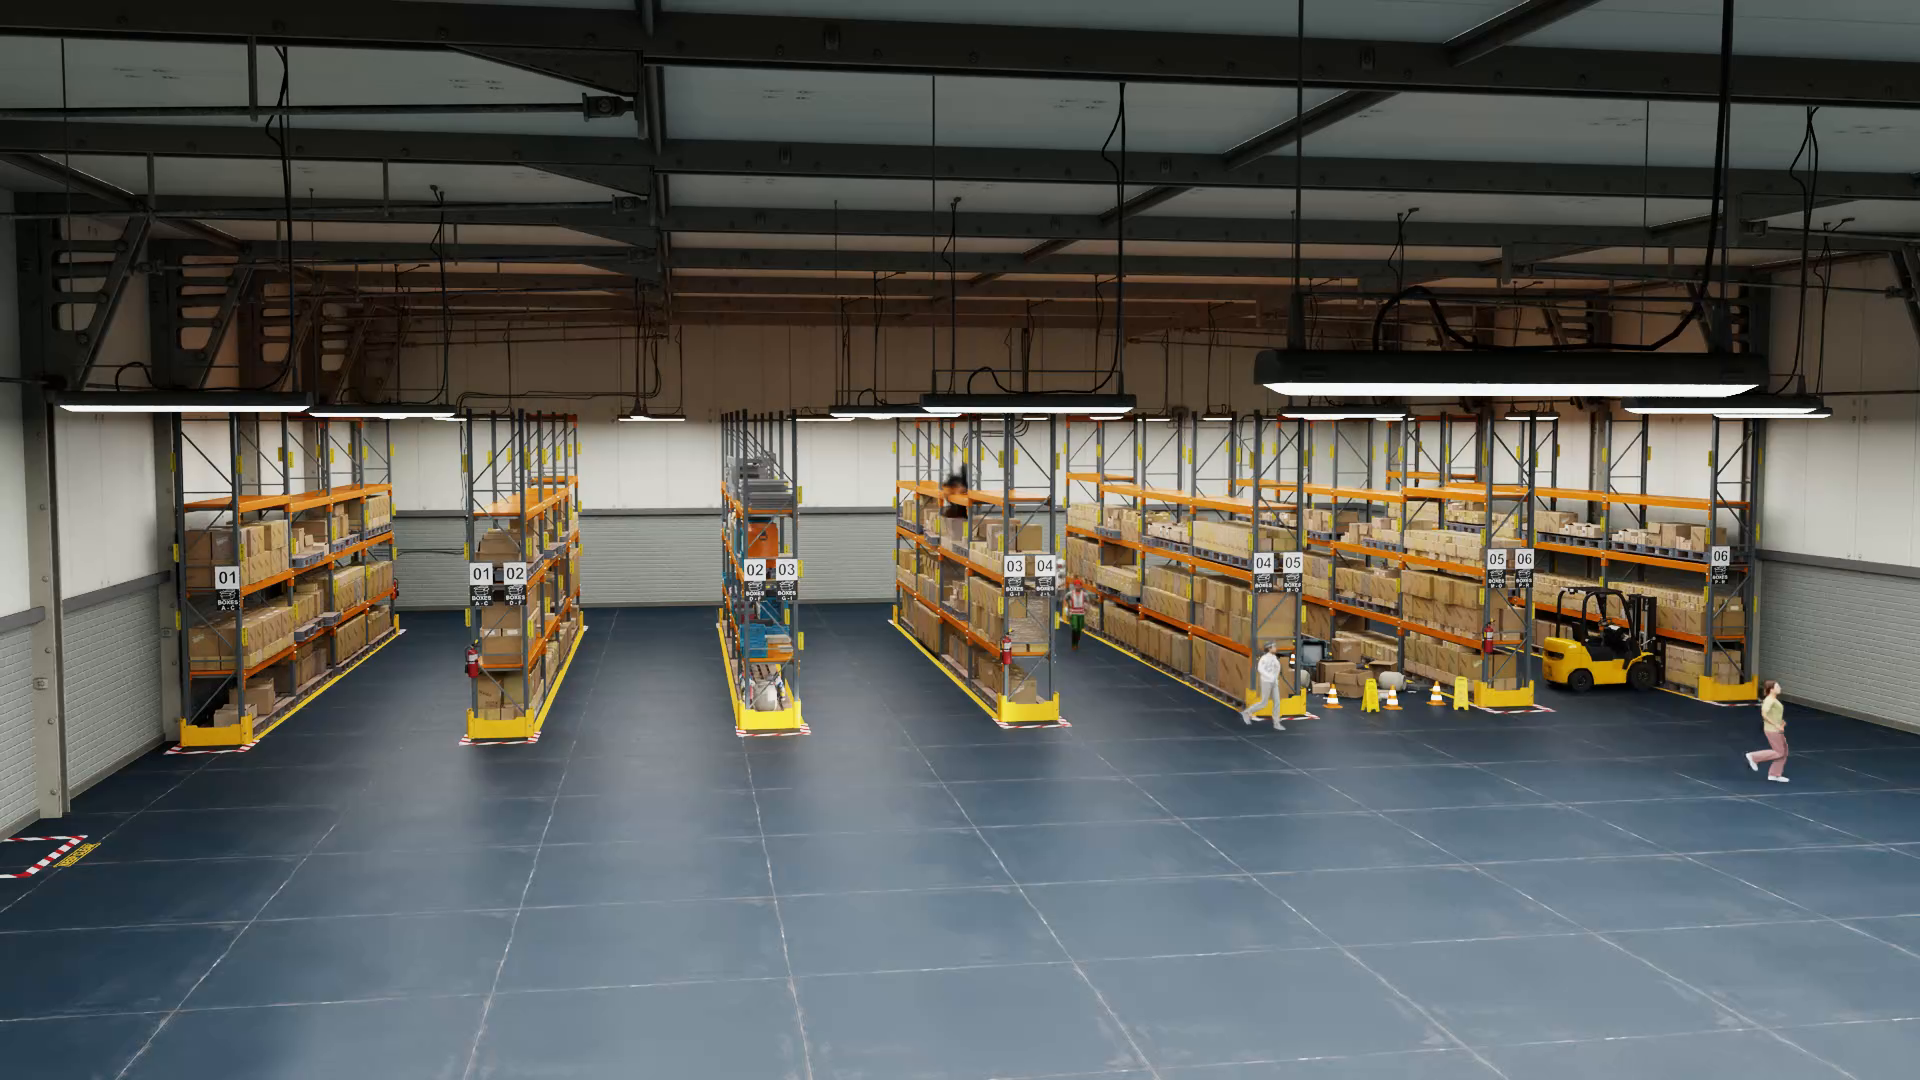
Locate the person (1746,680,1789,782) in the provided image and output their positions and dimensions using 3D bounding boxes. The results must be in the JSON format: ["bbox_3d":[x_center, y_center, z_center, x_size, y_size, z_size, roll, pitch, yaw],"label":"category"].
[{"bbox_3d":[12.993,3.053,26.698,0.633,1.629,0.581,2,5,30],"label":"person"}]

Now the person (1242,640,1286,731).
[{"bbox_3d":[5.835,2.702,31.297,0.901,1.653,0.674,3,5,41],"label":"person"}]

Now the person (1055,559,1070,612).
[{"bbox_3d":[3.032,1.404,49.839,0.838,1.694,0.714,-1,4,-12],"label":"person"}]

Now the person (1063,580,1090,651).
[{"bbox_3d":[2.981,1.914,42.022,0.642,1.816,0.738,-1,4,-10],"label":"person"}]
